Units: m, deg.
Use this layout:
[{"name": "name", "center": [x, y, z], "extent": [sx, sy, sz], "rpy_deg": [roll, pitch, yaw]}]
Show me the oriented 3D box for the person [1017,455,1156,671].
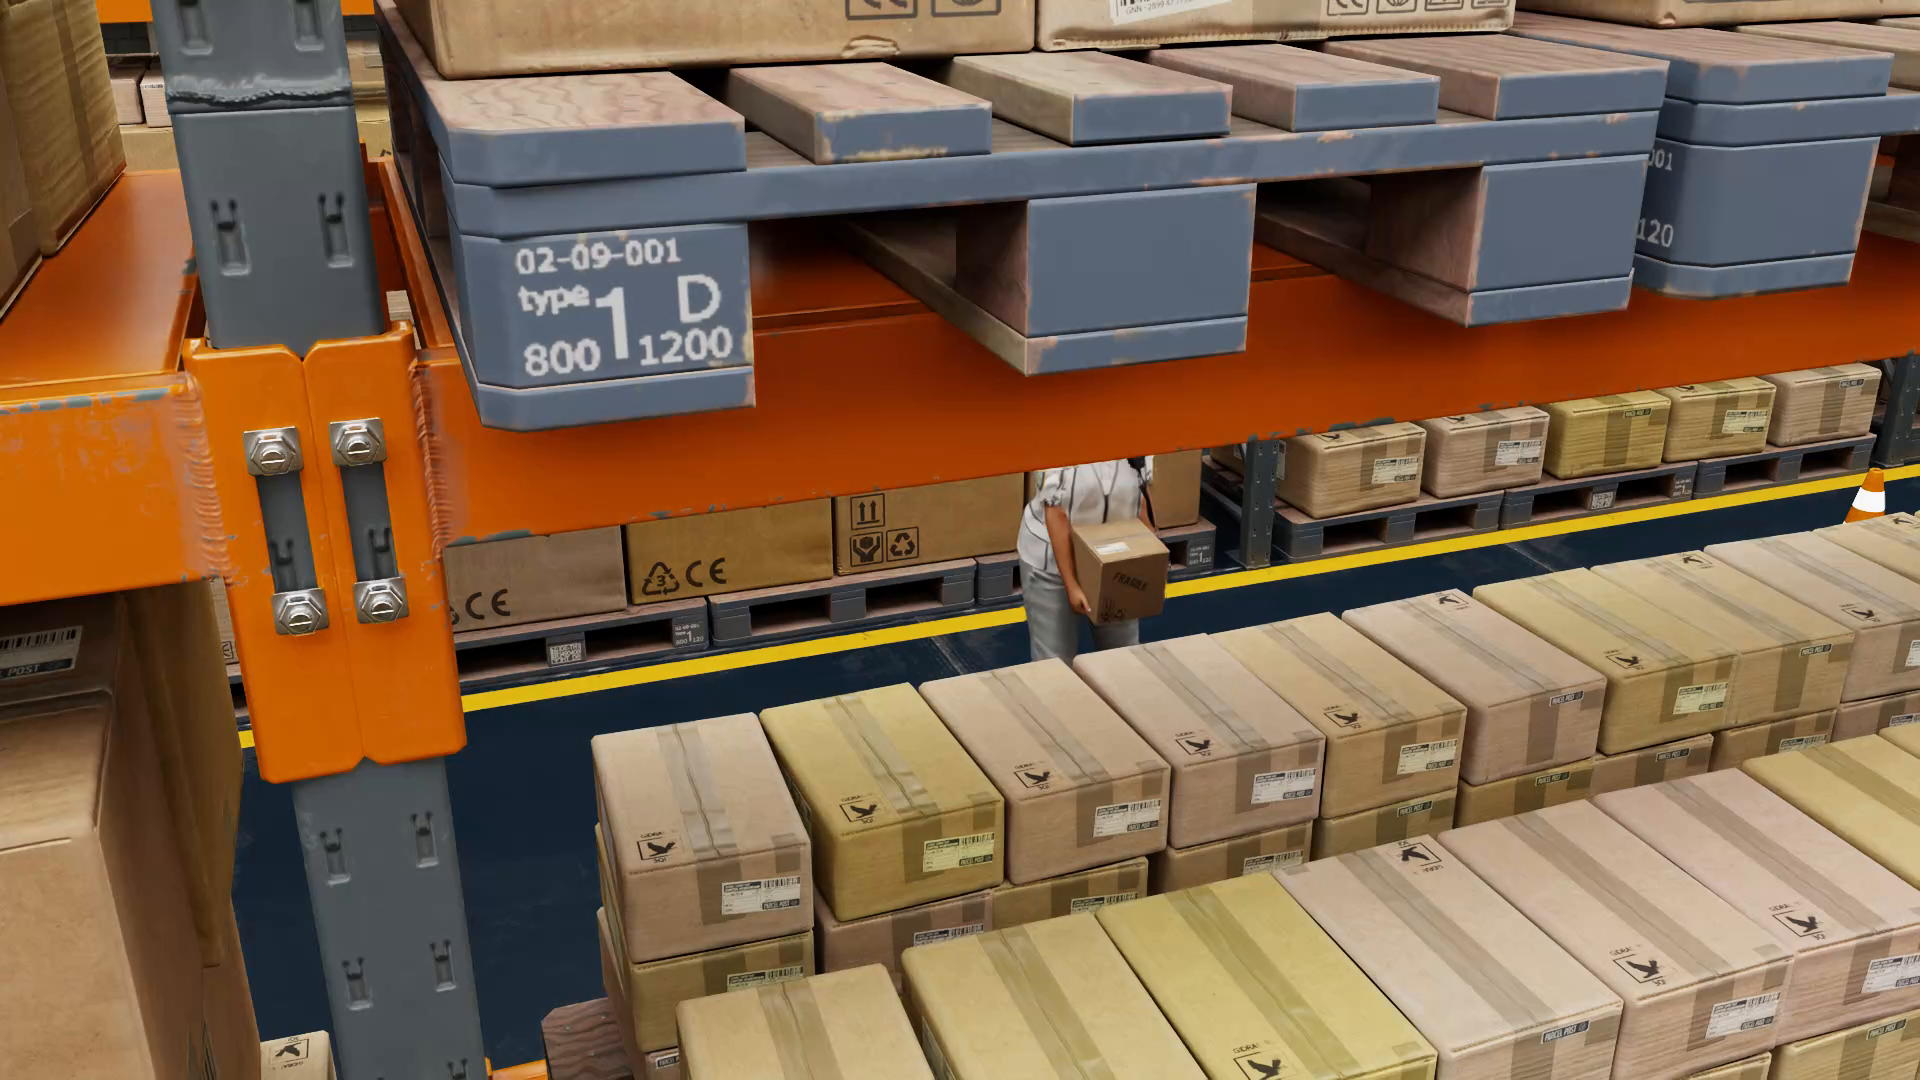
[{"name": "person", "center": [0.461, 0.123, 5.815], "extent": [0.452, 1.660, 0.560], "rpy_deg": [-9, 24, -20]}]
